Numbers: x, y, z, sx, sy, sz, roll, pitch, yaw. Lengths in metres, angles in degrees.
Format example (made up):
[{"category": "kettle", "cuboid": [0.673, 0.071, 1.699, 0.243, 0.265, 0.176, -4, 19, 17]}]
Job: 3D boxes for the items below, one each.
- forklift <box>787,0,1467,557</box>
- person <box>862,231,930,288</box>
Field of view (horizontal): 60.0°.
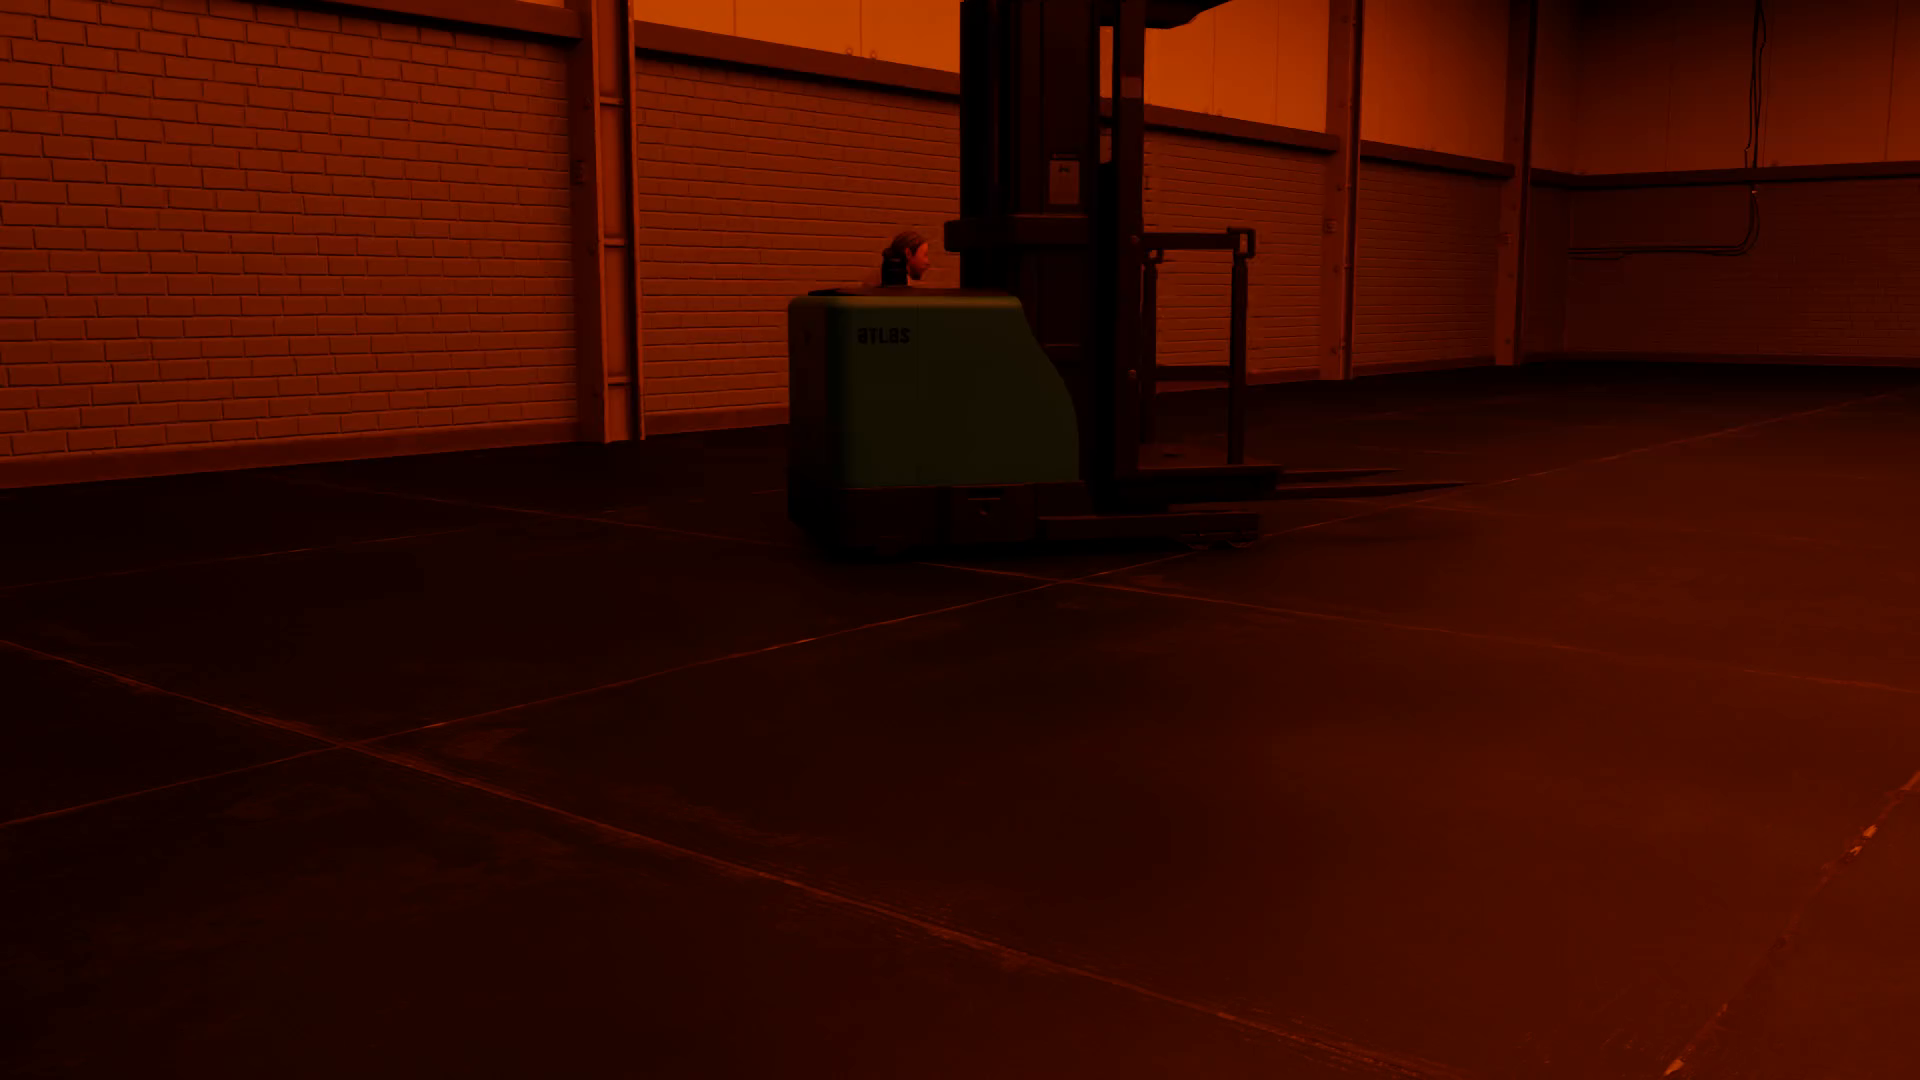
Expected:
[{"category": "forklift", "cuboid": [0.791, -1.478, 7.380, 3.031, 2.935, 1.130, -2, 9, -16]}, {"category": "person", "cuboid": [-0.225, -0.886, 8.665, 0.854, 1.414, 0.913, -8, 12, -44]}]
